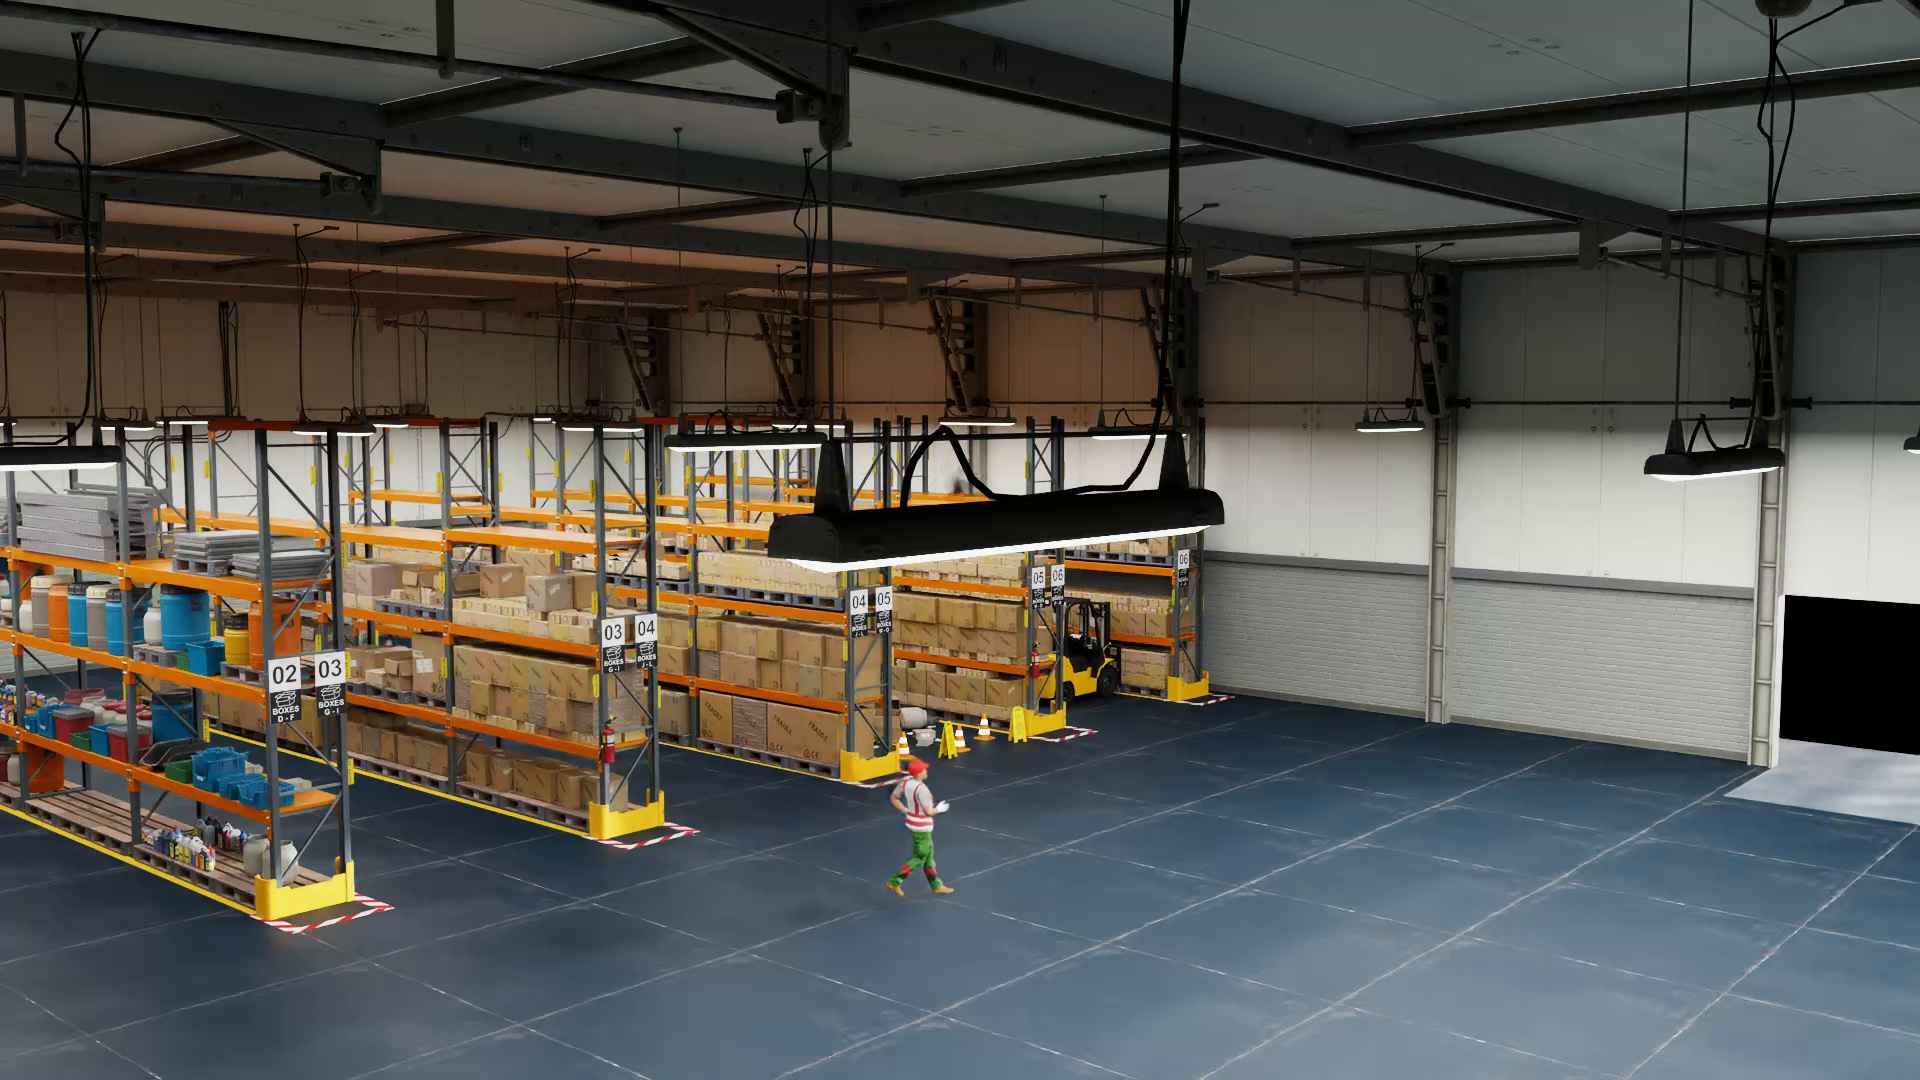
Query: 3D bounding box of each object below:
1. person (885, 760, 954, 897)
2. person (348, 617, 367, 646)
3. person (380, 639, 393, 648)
[{"bbox_3d":[-0.510,3.658,21.051,0.984,1.778,0.654,-2,5,-26],"label":"person"},{"bbox_3d":[-14.422,2.133,39.927,0.714,1.715,1.040,3,6,31],"label":"person"},{"bbox_3d":[-11.257,2.789,32.374,1.085,1.775,0.663,4,6,42],"label":"person"}]
